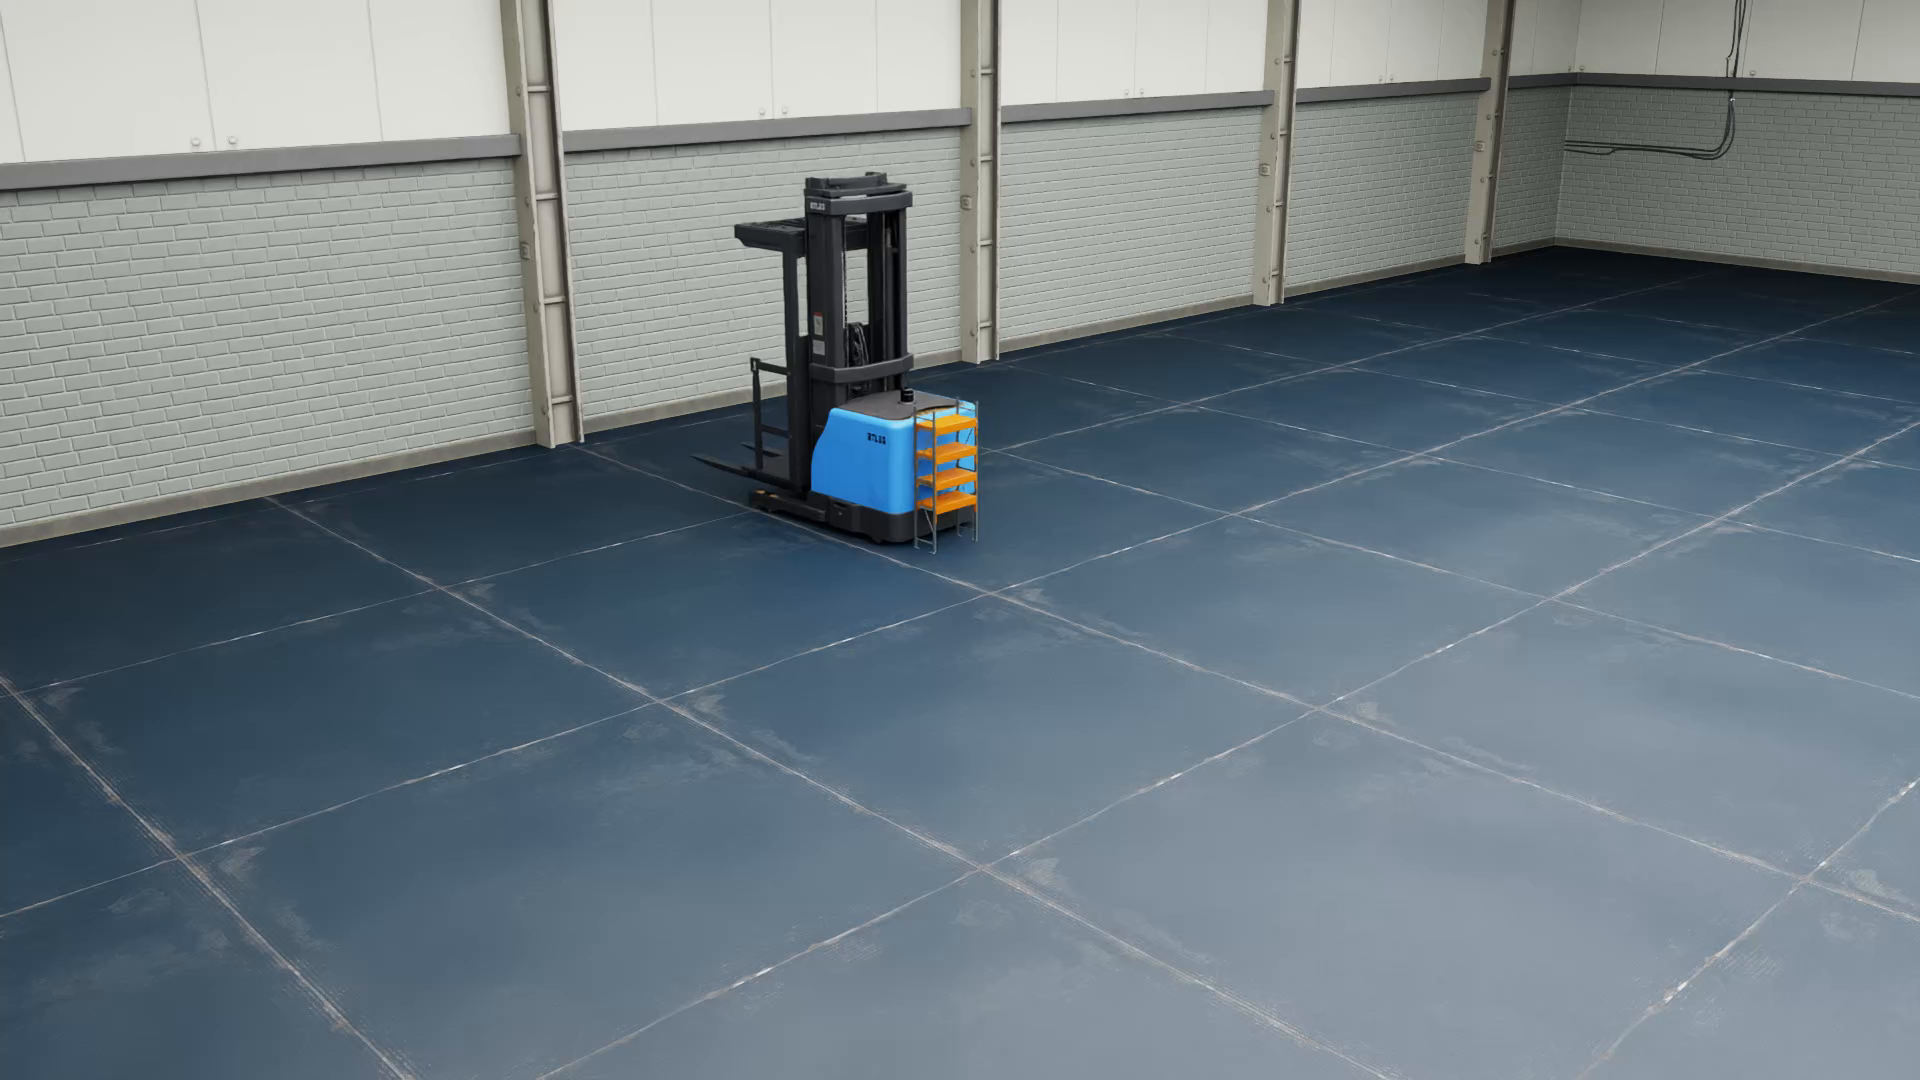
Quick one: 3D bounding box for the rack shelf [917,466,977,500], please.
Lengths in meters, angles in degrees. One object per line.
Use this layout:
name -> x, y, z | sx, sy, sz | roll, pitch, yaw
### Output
rack shelf -> -0.116, -0.470, 13.705 | 0.258, 0.148, 0.480 | 17, 24, 42

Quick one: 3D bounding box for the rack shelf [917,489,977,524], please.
rack shelf -> -0.116, -0.281, 13.766 | 0.258, 0.148, 0.480 | 17, 24, 42

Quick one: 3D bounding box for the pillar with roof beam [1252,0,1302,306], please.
pillar with roof beam -> 7.567, -6.864, 20.564 | 0.400, 9.000, 9.100 | -16, 24, -41

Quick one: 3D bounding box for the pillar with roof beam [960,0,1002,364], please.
pillar with roof beam -> 3.208, -5.592, 16.643 | 0.400, 9.000, 9.100 | -16, 24, -41

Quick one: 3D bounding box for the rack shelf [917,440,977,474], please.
rack shelf -> -0.115, -0.682, 13.636 | 0.258, 0.148, 0.480 | 17, 24, 42

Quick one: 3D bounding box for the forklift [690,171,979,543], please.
forklift -> -1.245, -1.735, 14.584 | 3.031, 2.935, 1.130 | 17, 24, 42

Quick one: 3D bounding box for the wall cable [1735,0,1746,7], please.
wall cable -> 13.877, -9.747, 26.303 | 0.112, 2.526, 3.097 | -16, 24, -41

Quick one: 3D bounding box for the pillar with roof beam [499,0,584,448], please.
pillar with roof beam -> -1.152, -4.321, 12.722 | 0.400, 9.000, 9.100 | -16, 24, -41

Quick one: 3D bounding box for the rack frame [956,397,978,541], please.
rack frame -> 0.056, -0.587, 13.849 | 0.240, 1.200, 0.015 | 17, 24, 42

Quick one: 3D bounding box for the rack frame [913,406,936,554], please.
rack frame -> -0.287, -0.480, 13.519 | 0.240, 1.200, 0.015 | 17, 24, 42

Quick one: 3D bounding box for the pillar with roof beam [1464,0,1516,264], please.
pillar with roof beam -> 11.927, -8.135, 24.486 | 0.400, 9.000, 9.100 | -16, 24, -41

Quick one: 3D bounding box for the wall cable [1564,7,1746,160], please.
wall cable -> 12.018, -7.951, 28.951 | 0.112, 2.526, 3.097 | -16, 24, -41

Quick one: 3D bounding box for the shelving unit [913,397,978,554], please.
shelving unit -> -0.116, -0.534, 13.684 | 0.258, 1.200, 0.503 | 17, 24, 42

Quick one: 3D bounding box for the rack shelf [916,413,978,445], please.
rack shelf -> -0.115, -0.907, 13.563 | 0.258, 0.148, 0.480 | 17, 24, 42
